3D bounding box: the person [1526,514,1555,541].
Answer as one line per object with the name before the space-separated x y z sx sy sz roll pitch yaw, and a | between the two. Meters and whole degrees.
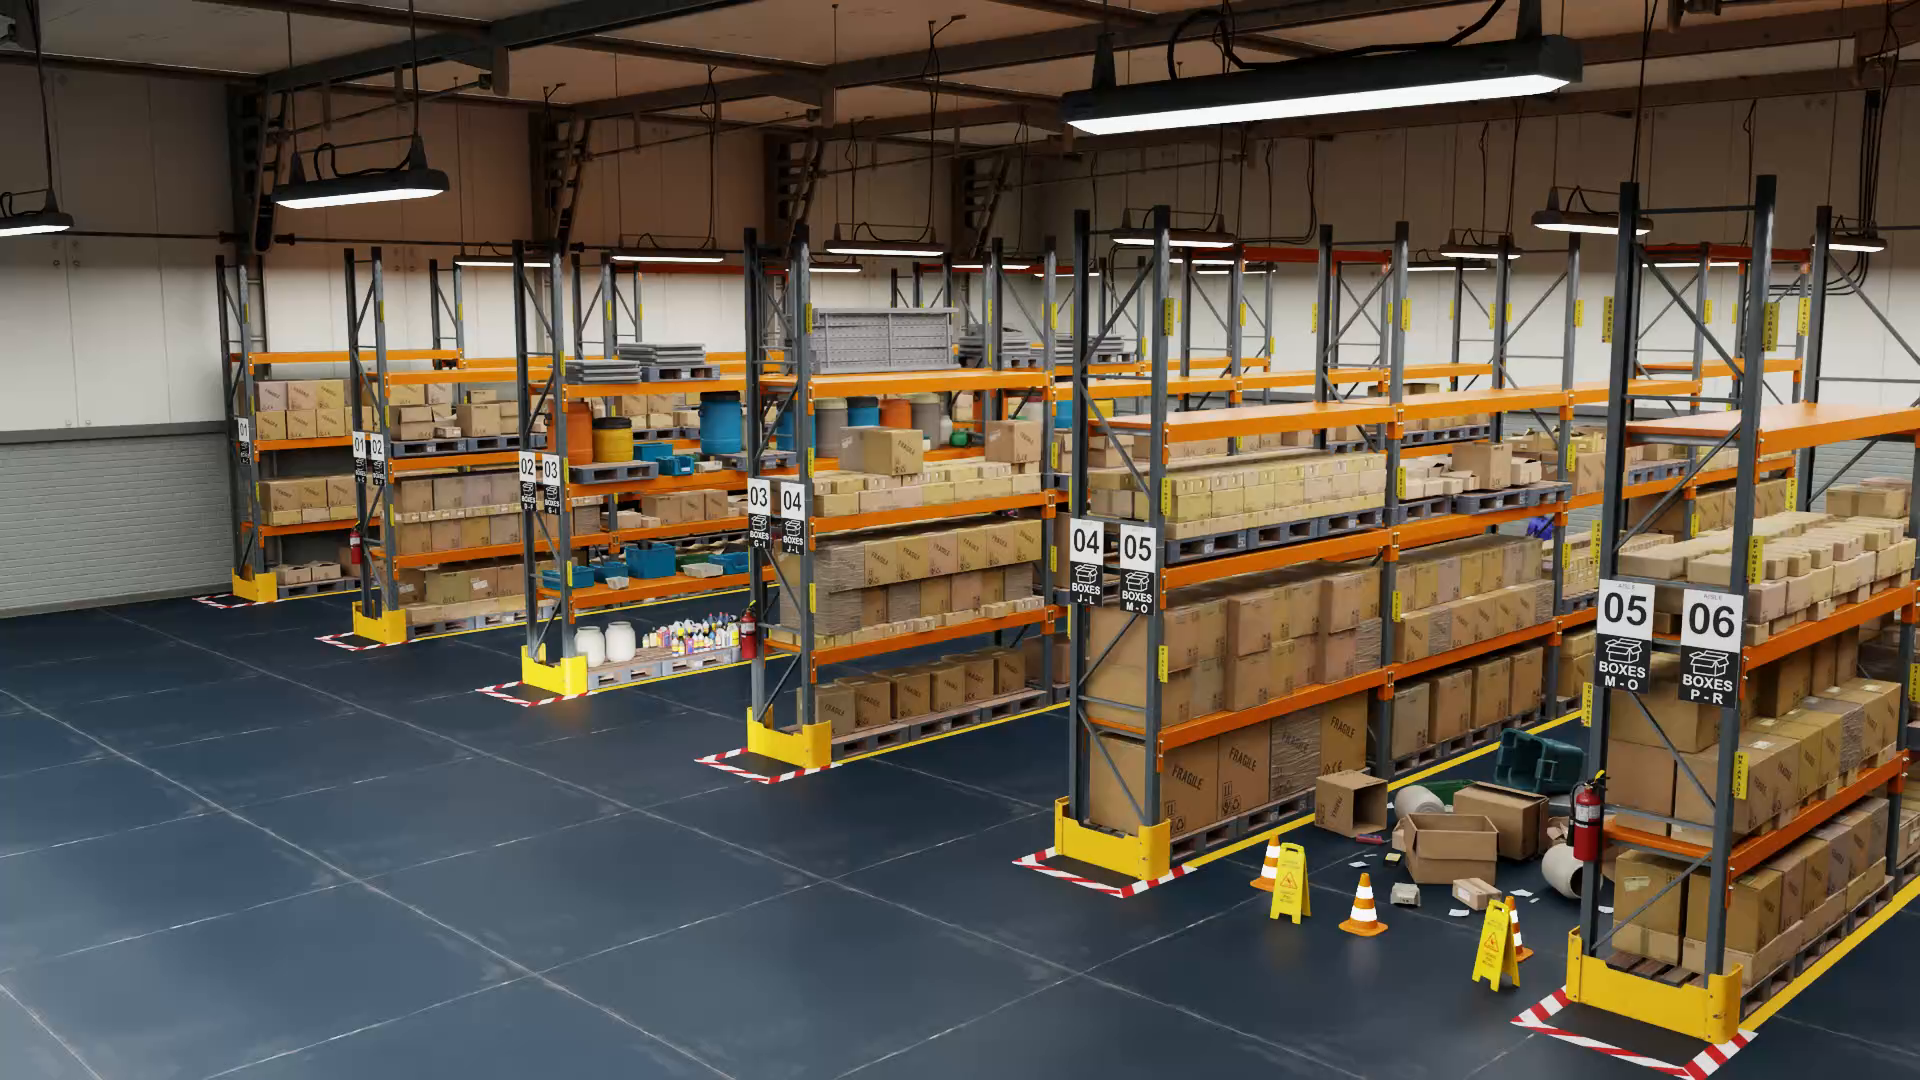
person | 10.471 0.178 29.766 0.631 1.608 0.500 -2 8 -14
